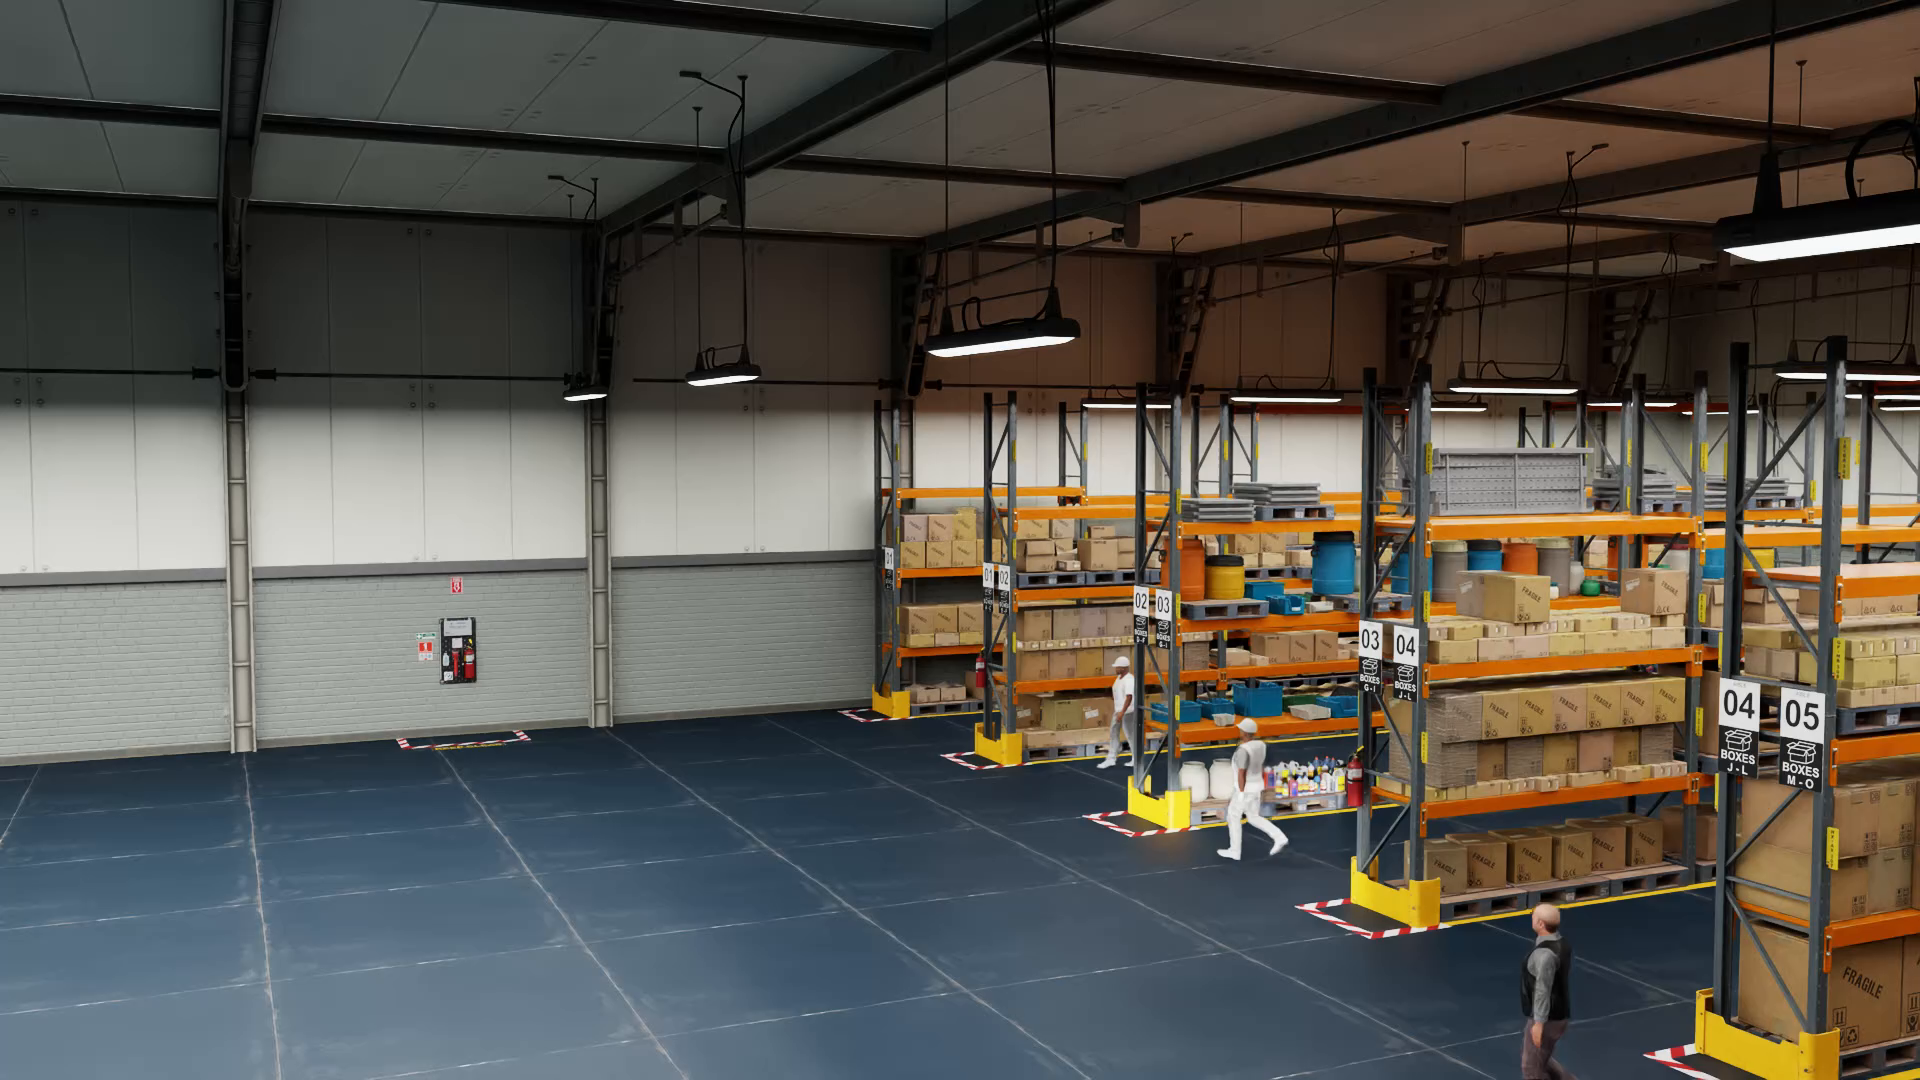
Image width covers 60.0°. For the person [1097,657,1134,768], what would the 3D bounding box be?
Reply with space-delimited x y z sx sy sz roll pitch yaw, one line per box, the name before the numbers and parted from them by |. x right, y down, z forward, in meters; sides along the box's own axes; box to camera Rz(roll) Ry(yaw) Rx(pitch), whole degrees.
person | 2.559 2.743 26.471 0.705 1.771 0.622 -1 3 -16

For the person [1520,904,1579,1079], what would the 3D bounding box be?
person | 4.431 3.568 12.418 0.592 1.708 0.523 1 4 22

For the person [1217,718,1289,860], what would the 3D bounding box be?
person | 3.608 3.080 20.522 0.868 1.761 0.568 2 4 33
